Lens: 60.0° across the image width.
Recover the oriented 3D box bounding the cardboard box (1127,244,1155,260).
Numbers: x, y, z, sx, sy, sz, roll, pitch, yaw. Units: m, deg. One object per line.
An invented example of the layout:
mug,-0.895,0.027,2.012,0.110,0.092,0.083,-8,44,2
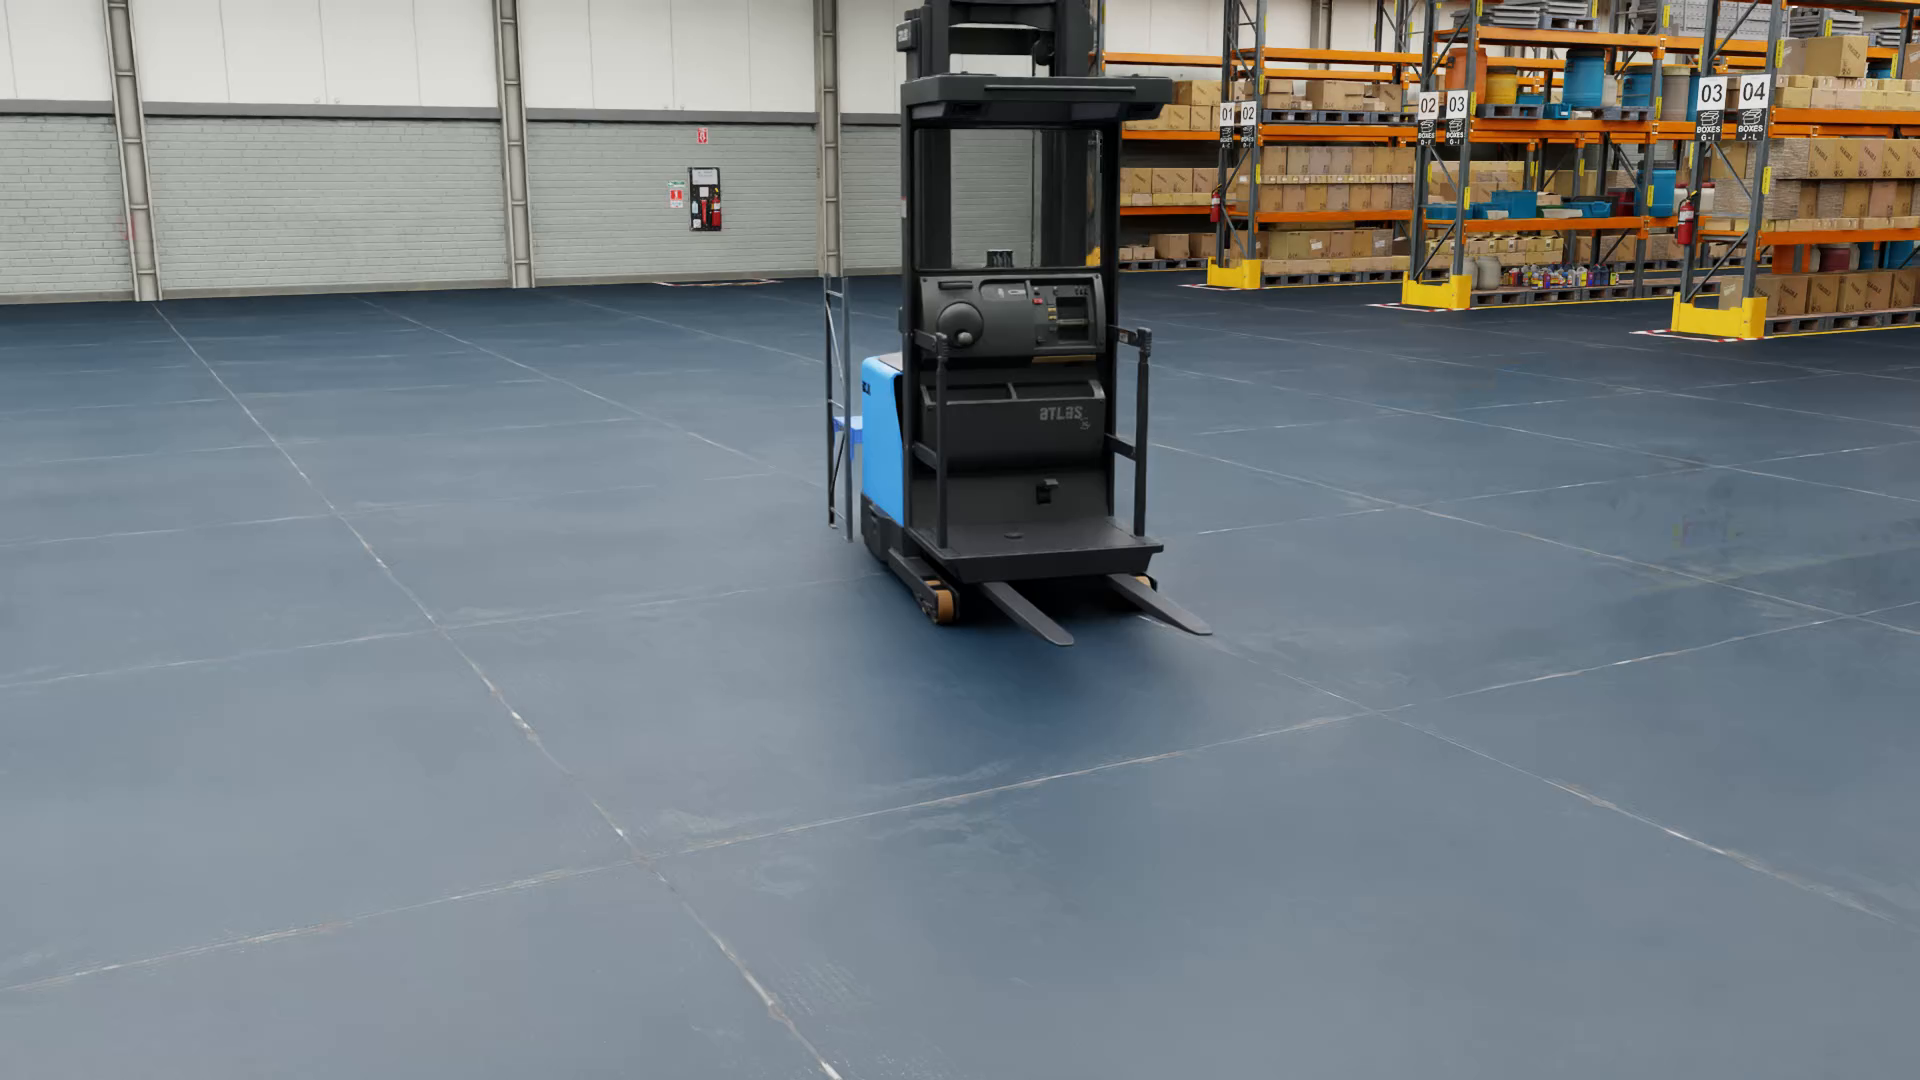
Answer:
cardboard box,3.699,-5.992,34.525,0.500,0.311,0.500,-6,14,-23

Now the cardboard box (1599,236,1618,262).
cardboard box,12.940,-5.905,33.709,0.500,0.500,0.500,-7,15,-30

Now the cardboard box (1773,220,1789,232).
cardboard box,10.262,-3.994,21.098,0.250,0.149,0.380,-7,14,-28

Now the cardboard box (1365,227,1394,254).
cardboard box,7.879,-5.681,31.620,0.500,0.500,0.500,-7,14,-28

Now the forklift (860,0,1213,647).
forklift,0.321,-1.127,7.943,1.130,2.935,3.031,-3,13,-15

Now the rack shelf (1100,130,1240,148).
rack shelf,4.304,-8.297,34.450,4.000,0.370,1.077,-7,14,-28

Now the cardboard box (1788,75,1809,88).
cardboard box,10.295,-5.688,20.653,0.250,0.149,0.380,-6,14,-27

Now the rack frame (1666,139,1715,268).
rack frame,15.458,-7.282,35.135,0.127,3.000,1.000,-7,14,-28

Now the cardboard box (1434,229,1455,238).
cardboard box,11.051,-7.115,38.330,0.750,0.750,0.750,-7,14,-28

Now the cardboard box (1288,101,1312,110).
cardboard box,6.042,-7.723,29.561,0.250,0.149,0.380,-7,14,-28

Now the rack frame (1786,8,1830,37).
rack frame,14.317,-8.833,28.363,0.127,3.000,1.000,-7,14,-28

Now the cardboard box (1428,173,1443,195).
cardboard box,10.583,-8.074,37.704,0.500,0.500,0.500,-6,14,-26

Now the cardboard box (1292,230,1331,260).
cardboard box,6.373,-5.370,30.239,0.500,0.500,0.500,-7,14,-28

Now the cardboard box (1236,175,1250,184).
cardboard box,5.169,-6.462,29.785,0.250,0.149,0.380,-7,15,-29

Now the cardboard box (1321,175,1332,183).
cardboard box,6.502,-6.521,30.046,0.250,0.149,0.380,-7,14,-29

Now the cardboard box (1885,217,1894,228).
cardboard box,12.211,-4.241,22.195,0.250,0.149,0.380,-7,14,-28

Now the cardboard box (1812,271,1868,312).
cardboard box,11.803,-3.340,22.354,0.500,0.500,0.500,-8,15,-33

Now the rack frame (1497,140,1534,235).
rack frame,13.081,-8.236,39.375,0.127,3.000,1.000,-7,14,-28

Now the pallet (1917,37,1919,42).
pallet,17.117,-8.874,29.884,1.213,0.211,1.003,-7,14,-28

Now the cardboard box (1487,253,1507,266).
cardboard box,10.259,-5.460,32.346,0.500,0.250,0.500,-7,14,-27

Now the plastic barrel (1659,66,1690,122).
plastic barrel,11.723,-7.358,27.497,0.600,0.901,0.600,0,13,0

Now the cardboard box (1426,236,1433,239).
cardboard box,9.108,-5.731,32.273,0.500,0.311,0.500,-6,14,-26

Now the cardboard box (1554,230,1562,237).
cardboard box,14.229,-7.333,40.097,0.500,0.500,0.700,-7,14,-28

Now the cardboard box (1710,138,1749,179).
cardboard box,10.033,-4.897,21.356,0.500,0.500,0.500,-7,14,-28

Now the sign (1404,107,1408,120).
sign,9.829,-9.426,36.653,0.005,0.325,0.100,-7,14,-28

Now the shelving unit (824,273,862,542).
shelving unit,-0.222,-0.808,9.781,1.048,1.500,0.538,-4,13,-17

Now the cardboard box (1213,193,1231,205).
cardboard box,5.348,-7.172,34.943,0.500,0.250,0.500,-7,14,-28

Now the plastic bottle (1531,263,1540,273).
plastic bottle,9.360,-4.338,27.085,0.185,0.351,0.144,-7,14,-28

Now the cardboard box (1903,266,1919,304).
cardboard box,13.729,-3.587,23.405,0.500,0.500,0.700,-8,15,-32

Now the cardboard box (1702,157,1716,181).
cardboard box,16.007,-7.814,34.993,0.500,0.500,0.500,-6,14,-26

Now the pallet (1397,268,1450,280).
pallet,9.064,-5.165,32.079,1.213,0.211,1.003,-7,14,-28

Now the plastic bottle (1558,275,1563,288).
plastic bottle,9.512,-4.102,26.375,0.097,0.201,0.097,0,13,0

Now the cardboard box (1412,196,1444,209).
cardboard box,8.847,-6.427,31.679,0.500,0.250,0.500,-6,14,-24

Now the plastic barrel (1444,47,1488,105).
plastic barrel,7.661,-7.018,25.195,0.708,0.830,0.600,-7,14,-28

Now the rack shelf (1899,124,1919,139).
rack shelf,14.935,-5.854,23.595,4.000,0.370,1.077,-7,14,-28

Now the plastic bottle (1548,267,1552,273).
plastic bottle,9.622,-4.322,27.192,0.097,0.271,0.097,0,13,0

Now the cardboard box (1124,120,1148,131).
cardboard box,3.450,-8.532,33.586,0.500,0.500,0.500,-6,14,-24

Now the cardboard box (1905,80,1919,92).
cardboard box,12.346,-5.938,21.765,0.250,0.149,0.380,-7,15,-30

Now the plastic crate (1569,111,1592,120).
plastic crate,9.591,-6.573,25.755,0.396,0.136,0.243,-7,14,-28

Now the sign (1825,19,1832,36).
sign,14.587,-8.570,27.930,0.005,0.325,0.100,-7,14,-28

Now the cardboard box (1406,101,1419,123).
cardboard box,9.960,-9.603,37.388,0.500,0.500,0.700,-8,15,-32

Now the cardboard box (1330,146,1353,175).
cardboard box,6.728,-6.916,30.325,0.500,0.500,0.700,-7,14,-28

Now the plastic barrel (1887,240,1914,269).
plastic barrel,17.343,-5.454,30.836,0.708,0.901,0.600,-7,14,-28

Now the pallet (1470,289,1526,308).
pallet,8.055,-3.806,26.039,1.213,0.211,1.003,-7,14,-28

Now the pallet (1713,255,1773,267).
pallet,17.134,-6.123,36.335,1.213,0.211,1.003,-7,14,-28

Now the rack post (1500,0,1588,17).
rack post,8.981,-8.164,25.564,0.954,0.300,0.937,-7,15,-29

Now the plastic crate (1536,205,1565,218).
plastic crate,9.480,-5.294,26.782,0.662,0.188,0.450,-7,14,-28

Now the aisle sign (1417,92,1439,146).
aisle sign,7.090,-6.383,25.217,0.004,0.787,0.394,-7,14,-28

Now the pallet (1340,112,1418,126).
pallet,7.700,-7.766,30.655,1.213,0.211,1.003,-7,14,-28

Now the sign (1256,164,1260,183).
sign,5.186,-6.373,28.943,0.005,0.325,0.100,-7,14,-28

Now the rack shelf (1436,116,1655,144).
rack shelf,9.051,-6.387,25.966,4.000,0.370,1.077,-7,14,-28

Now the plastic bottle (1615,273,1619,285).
plastic bottle,10.637,-4.237,26.974,0.097,0.201,0.097,0,13,0

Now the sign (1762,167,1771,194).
sign,9.929,-4.428,20.481,0.005,0.325,0.100,-7,14,-28

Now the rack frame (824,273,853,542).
rack frame,-0.707,-0.774,9.632,0.032,1.500,0.500,-4,13,-17

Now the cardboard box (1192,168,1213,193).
cardboard box,4.910,-7.483,34.617,0.500,0.500,0.500,-7,15,-29

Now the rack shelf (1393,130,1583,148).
rack shelf,10.192,-7.763,32.080,4.000,0.370,1.077,-7,14,-28
